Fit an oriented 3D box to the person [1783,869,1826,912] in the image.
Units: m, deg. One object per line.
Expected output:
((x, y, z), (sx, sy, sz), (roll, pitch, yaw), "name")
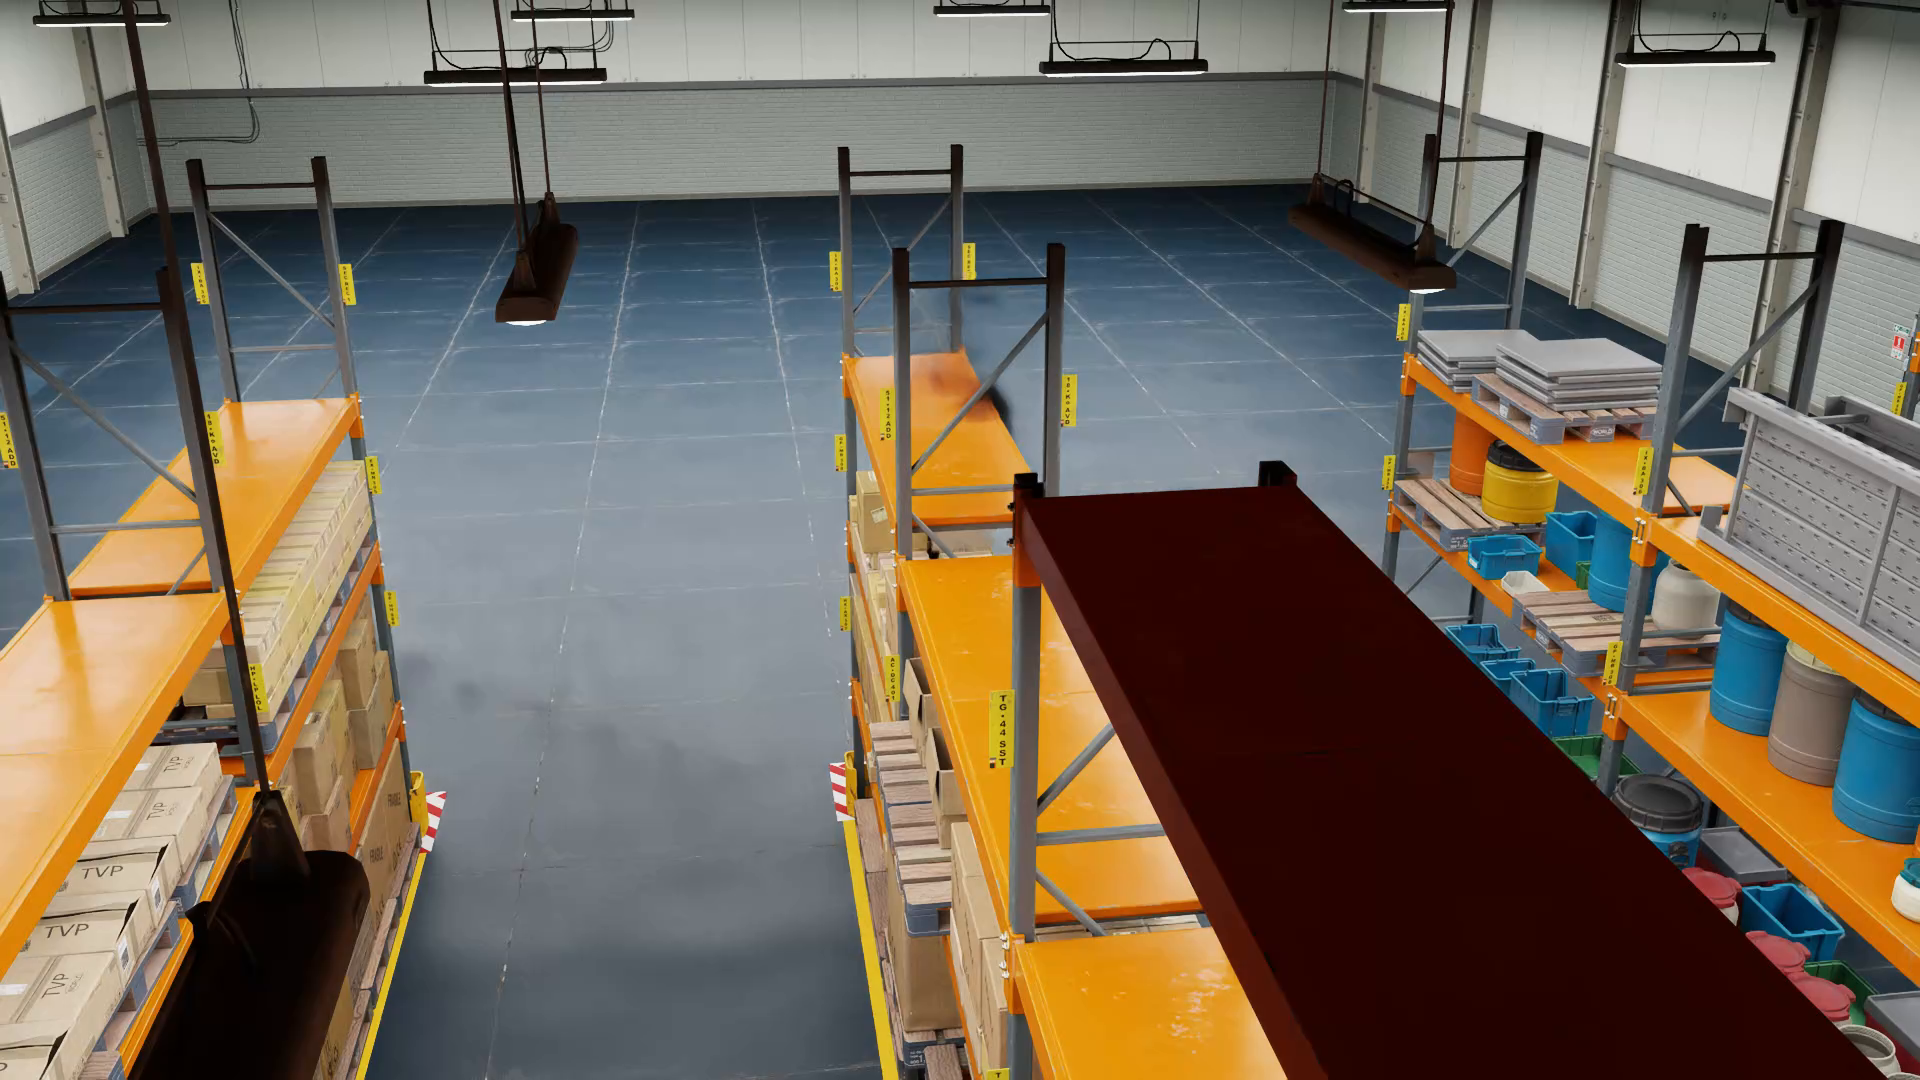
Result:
((6.642, 2.975, 13.257), (0.396, 0.530, 0.542), (-4, 22, -10), "person")
